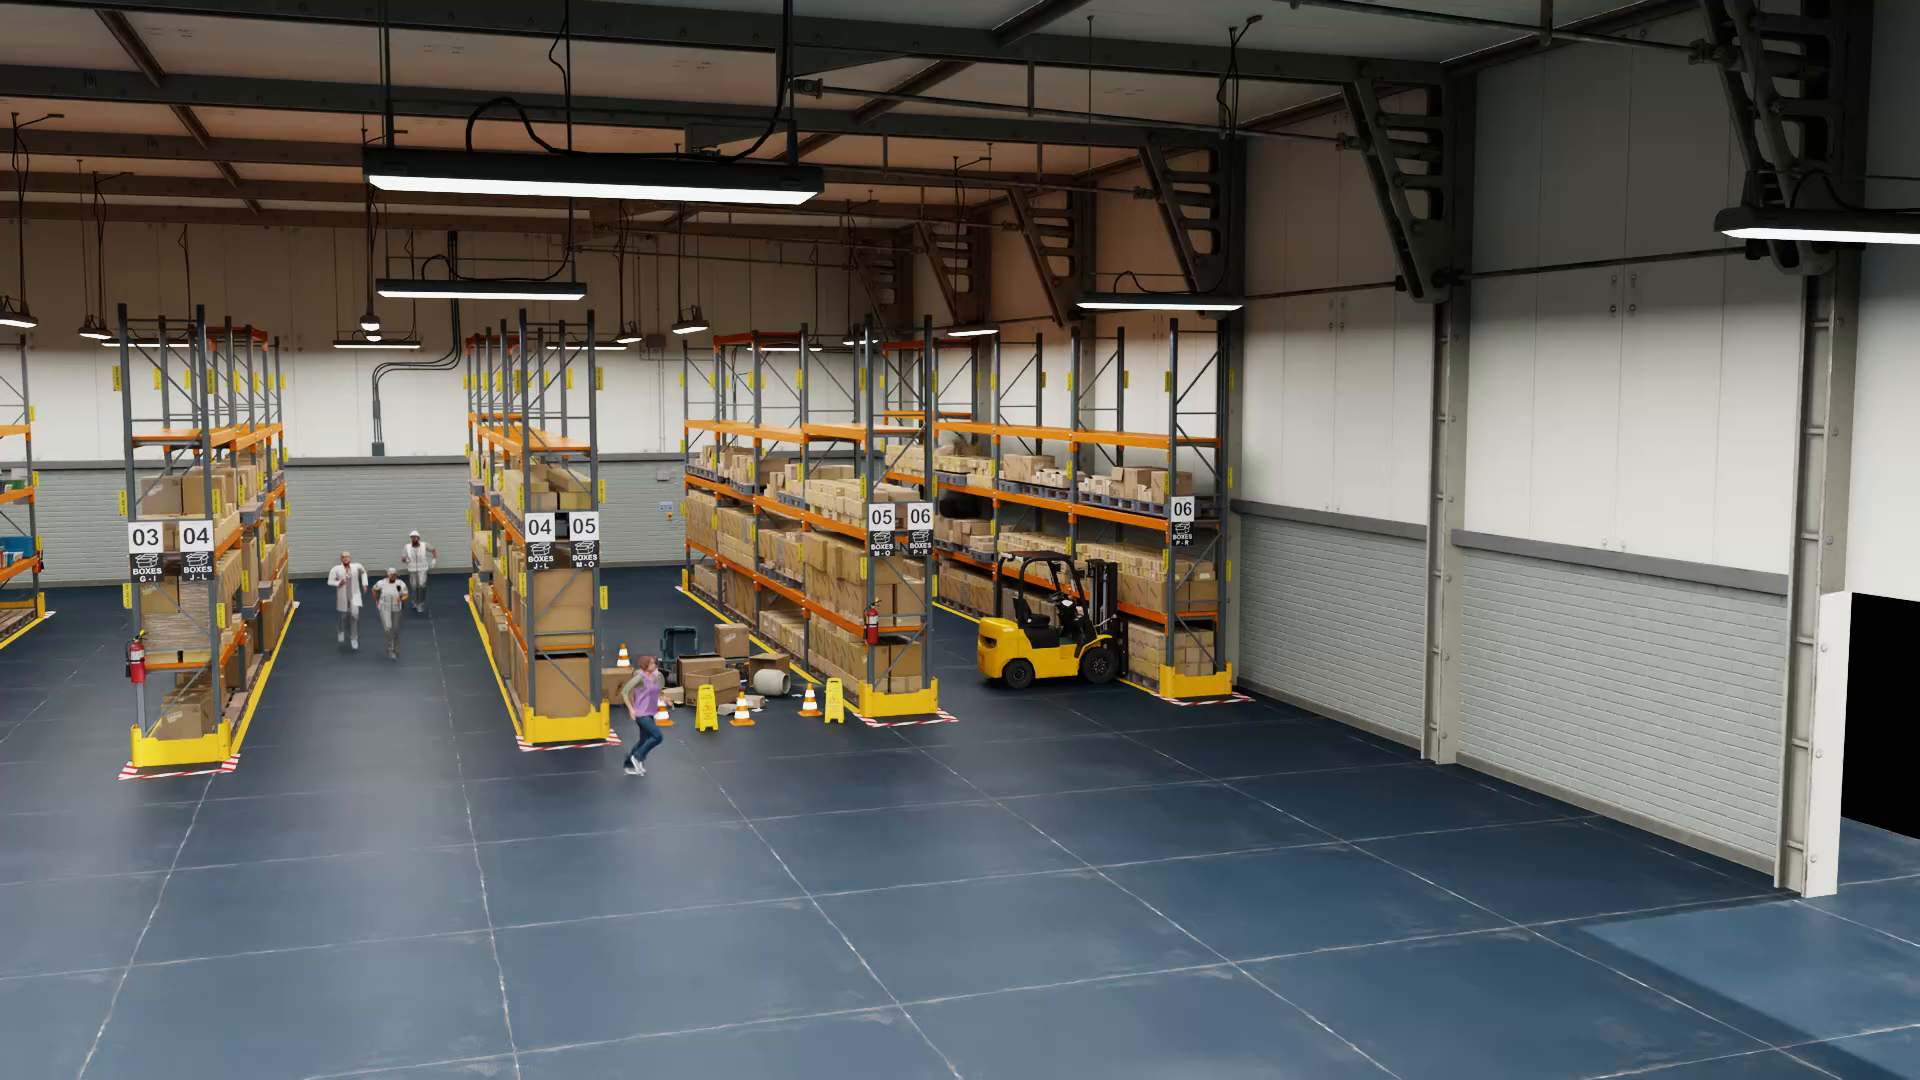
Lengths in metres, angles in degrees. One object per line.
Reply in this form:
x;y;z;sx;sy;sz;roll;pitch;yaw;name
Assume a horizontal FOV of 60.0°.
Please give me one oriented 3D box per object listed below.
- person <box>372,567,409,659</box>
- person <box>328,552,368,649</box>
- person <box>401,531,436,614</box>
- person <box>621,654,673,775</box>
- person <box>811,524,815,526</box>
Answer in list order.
-10.411;1.313;30.435;0.619;1.686;0.829;-3;6;-27;person
-11.629;1.120;31.625;0.728;1.829;1.002;-2;6;-23;person
-11.757;0.692;36.118;0.691;1.800;0.891;-1;5;-8;person
-3.961;2.217;21.034;0.689;1.553;0.509;1;6;15;person
-3.518;0.287;38.307;0.606;1.751;0.864;-2;6;-21;person
